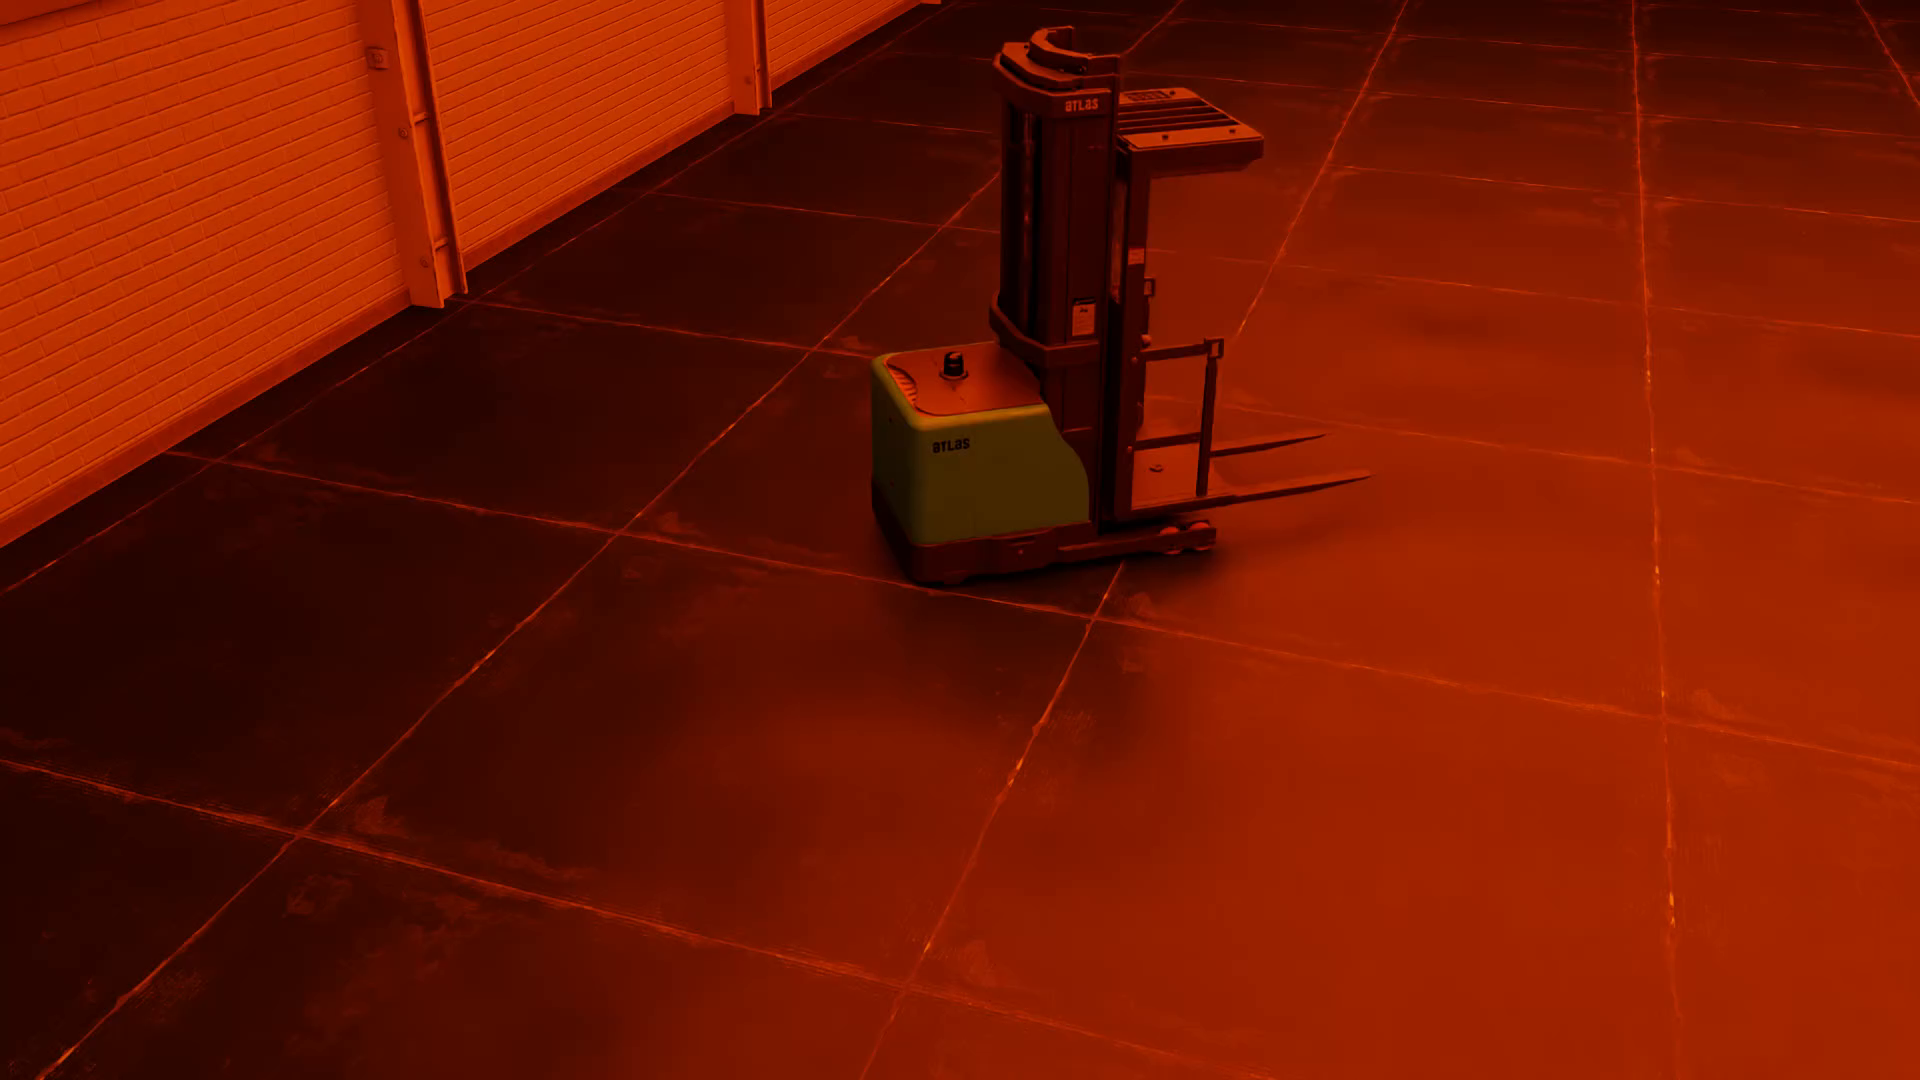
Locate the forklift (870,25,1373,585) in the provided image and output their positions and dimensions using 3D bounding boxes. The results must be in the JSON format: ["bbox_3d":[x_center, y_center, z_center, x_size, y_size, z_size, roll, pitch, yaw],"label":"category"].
[{"bbox_3d":[1.030,-1.424,9.634,3.031,2.935,1.130,-9,31,-15],"label":"forklift"}]

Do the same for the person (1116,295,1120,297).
[{"bbox_3d":[0.787,-1.349,10.942,0.901,1.451,0.795,-1,30,-2],"label":"person"}]
